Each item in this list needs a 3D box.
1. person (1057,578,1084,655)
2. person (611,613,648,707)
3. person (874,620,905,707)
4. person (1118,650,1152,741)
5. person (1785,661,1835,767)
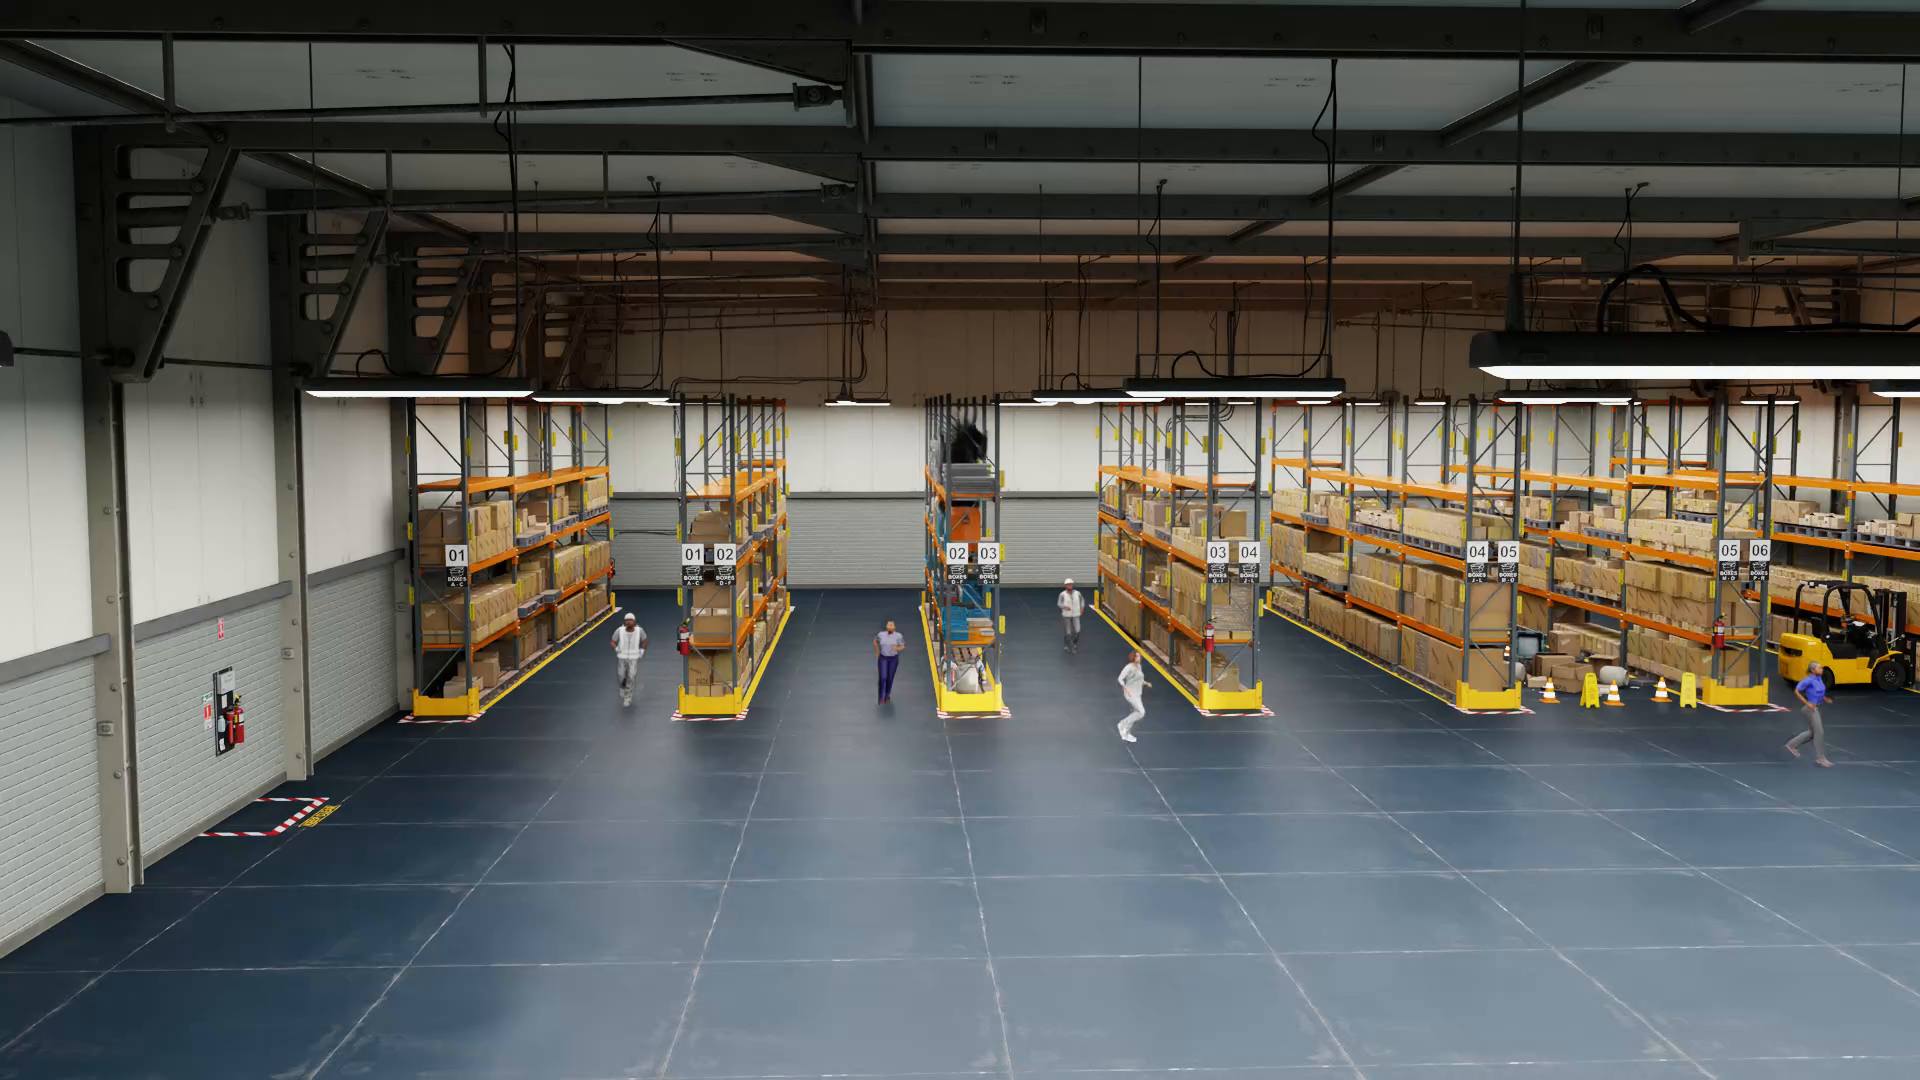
[{"bbox_3d":[2.602,1.793,38.885,0.662,1.786,0.726,0,5,-5],"label":"person"},{"bbox_3d":[-6.412,2.299,32.256,0.698,1.778,0.852,-1,5,-9],"label":"person"},{"bbox_3d":[-1.366,2.387,32.230,0.591,1.705,0.740,0,5,-5],"label":"person"},{"bbox_3d":[3.026,2.682,28.634,0.541,1.568,0.521,2,5,29],"label":"person"},{"bbox_3d":[13.733,2.789,26.814,0.584,1.662,0.777,-4,6,-43],"label":"person"}]
